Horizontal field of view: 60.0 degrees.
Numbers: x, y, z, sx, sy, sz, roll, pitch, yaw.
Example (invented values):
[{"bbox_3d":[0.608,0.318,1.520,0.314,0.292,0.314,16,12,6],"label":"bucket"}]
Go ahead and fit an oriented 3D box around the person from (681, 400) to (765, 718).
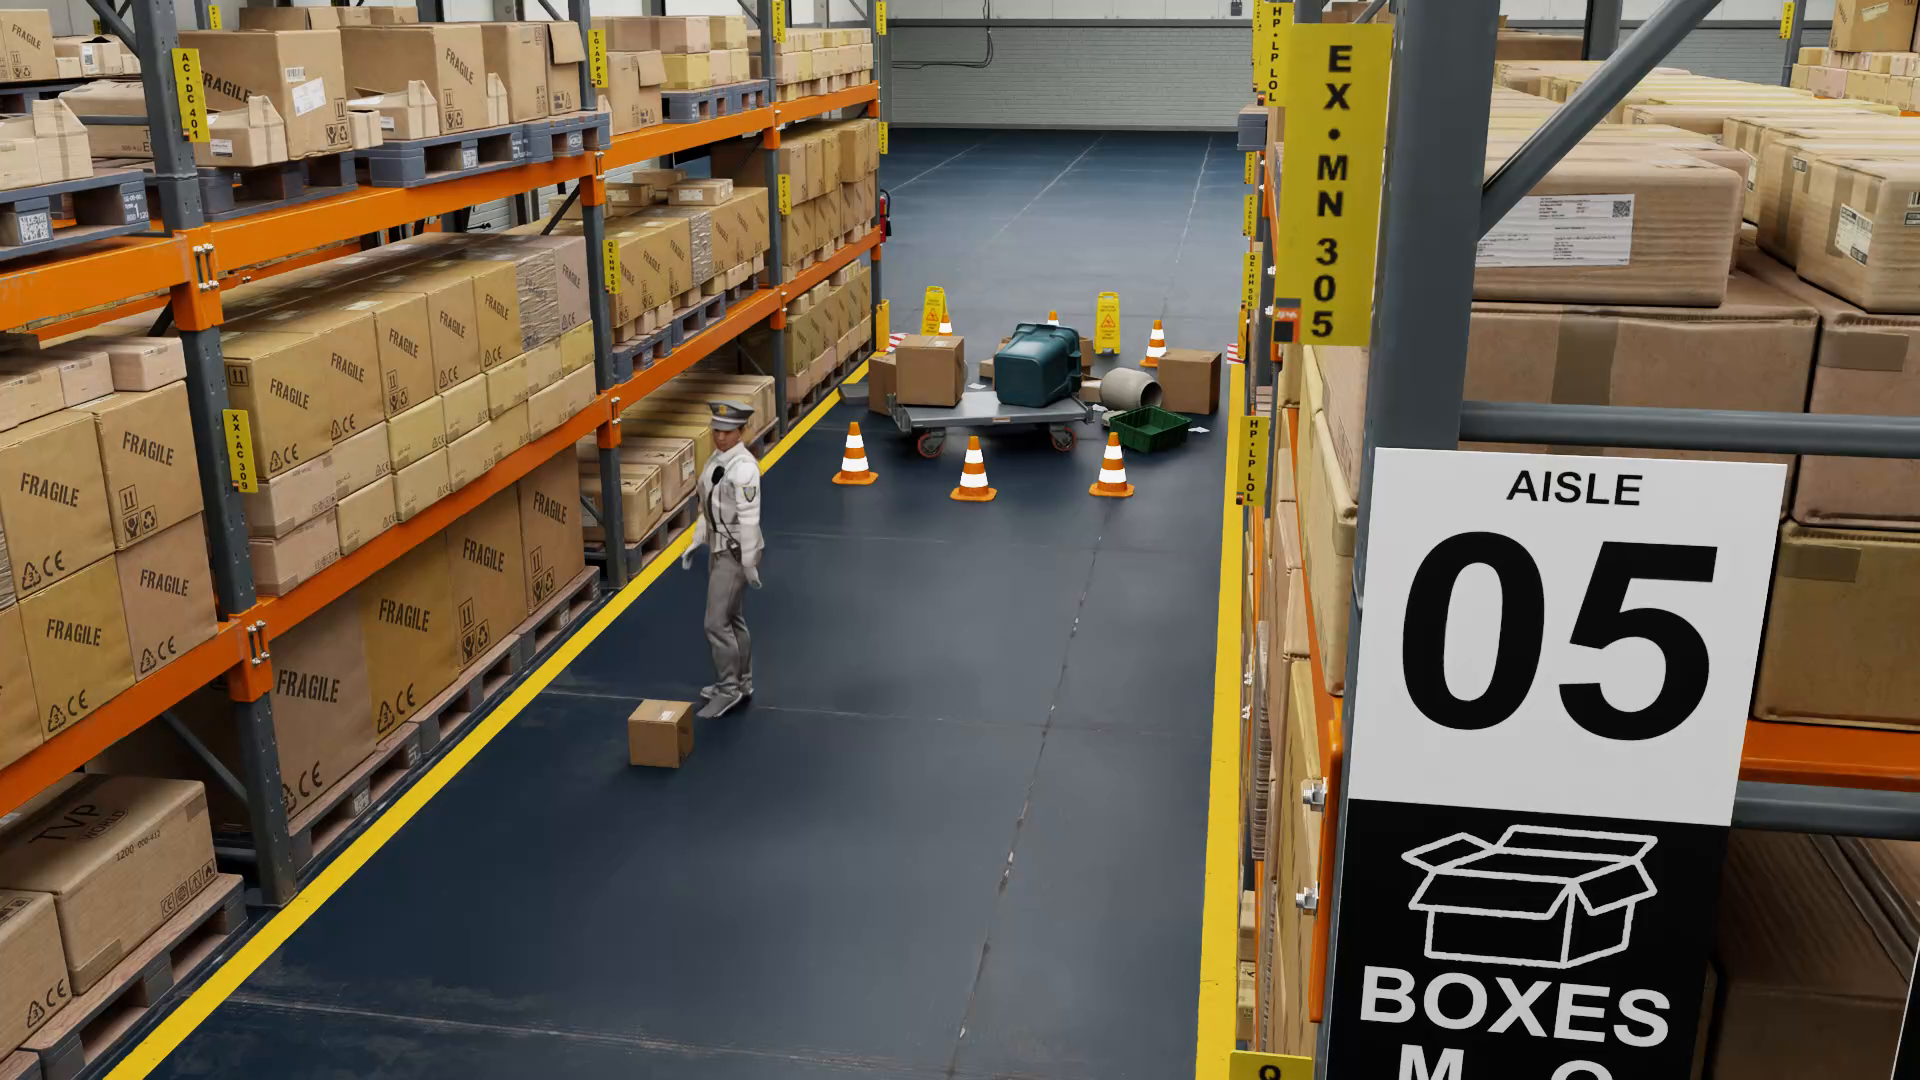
[{"bbox_3d":[-1.234,0.114,8.712,0.415,1.748,0.501,-6,19,-18],"label":"person"}]
